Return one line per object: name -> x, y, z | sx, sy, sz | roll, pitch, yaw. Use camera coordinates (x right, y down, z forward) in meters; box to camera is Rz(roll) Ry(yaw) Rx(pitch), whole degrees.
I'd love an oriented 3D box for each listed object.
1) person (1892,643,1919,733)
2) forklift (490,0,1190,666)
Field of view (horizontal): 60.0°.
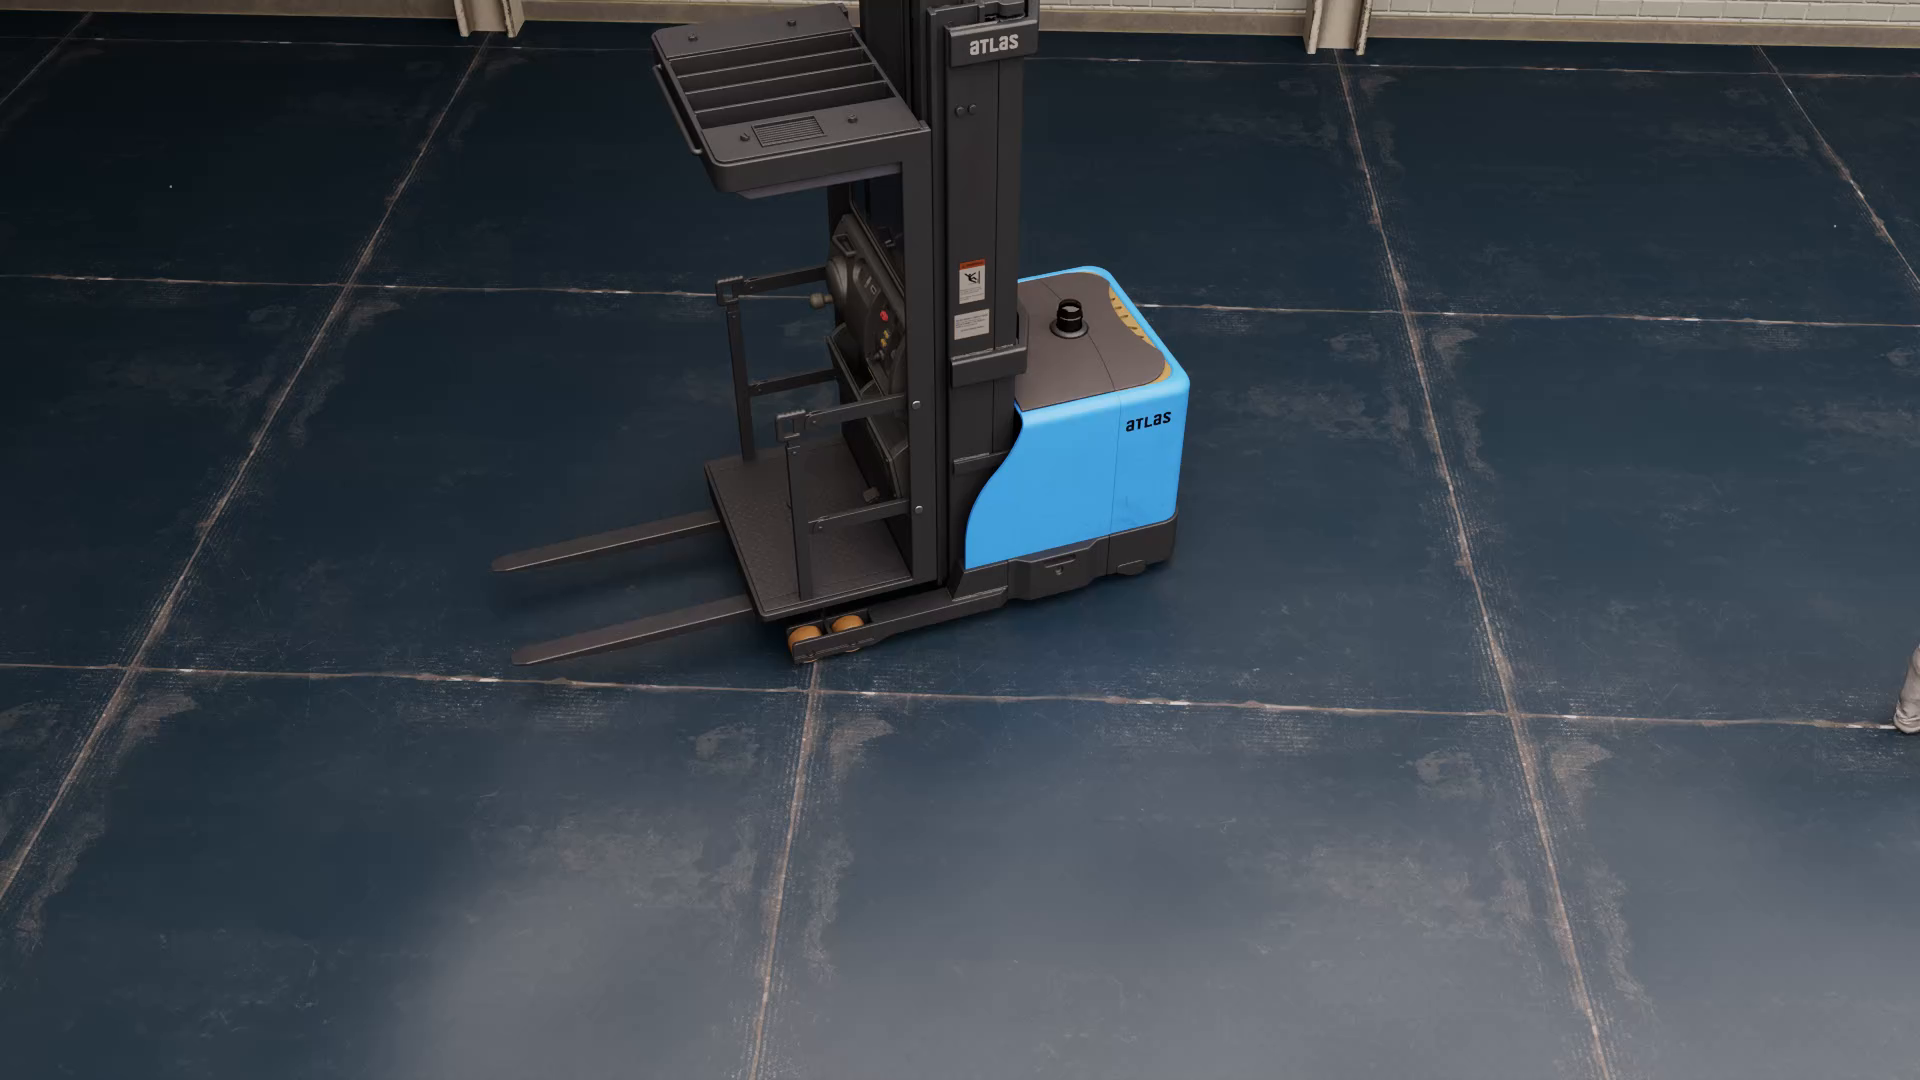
person -> 4.081, 0.139, 6.443 | 0.578, 1.765, 0.666 | -3, 42, -3
forklift -> -0.573, -0.945, 6.778 | 3.031, 2.935, 1.130 | -13, 44, -14
